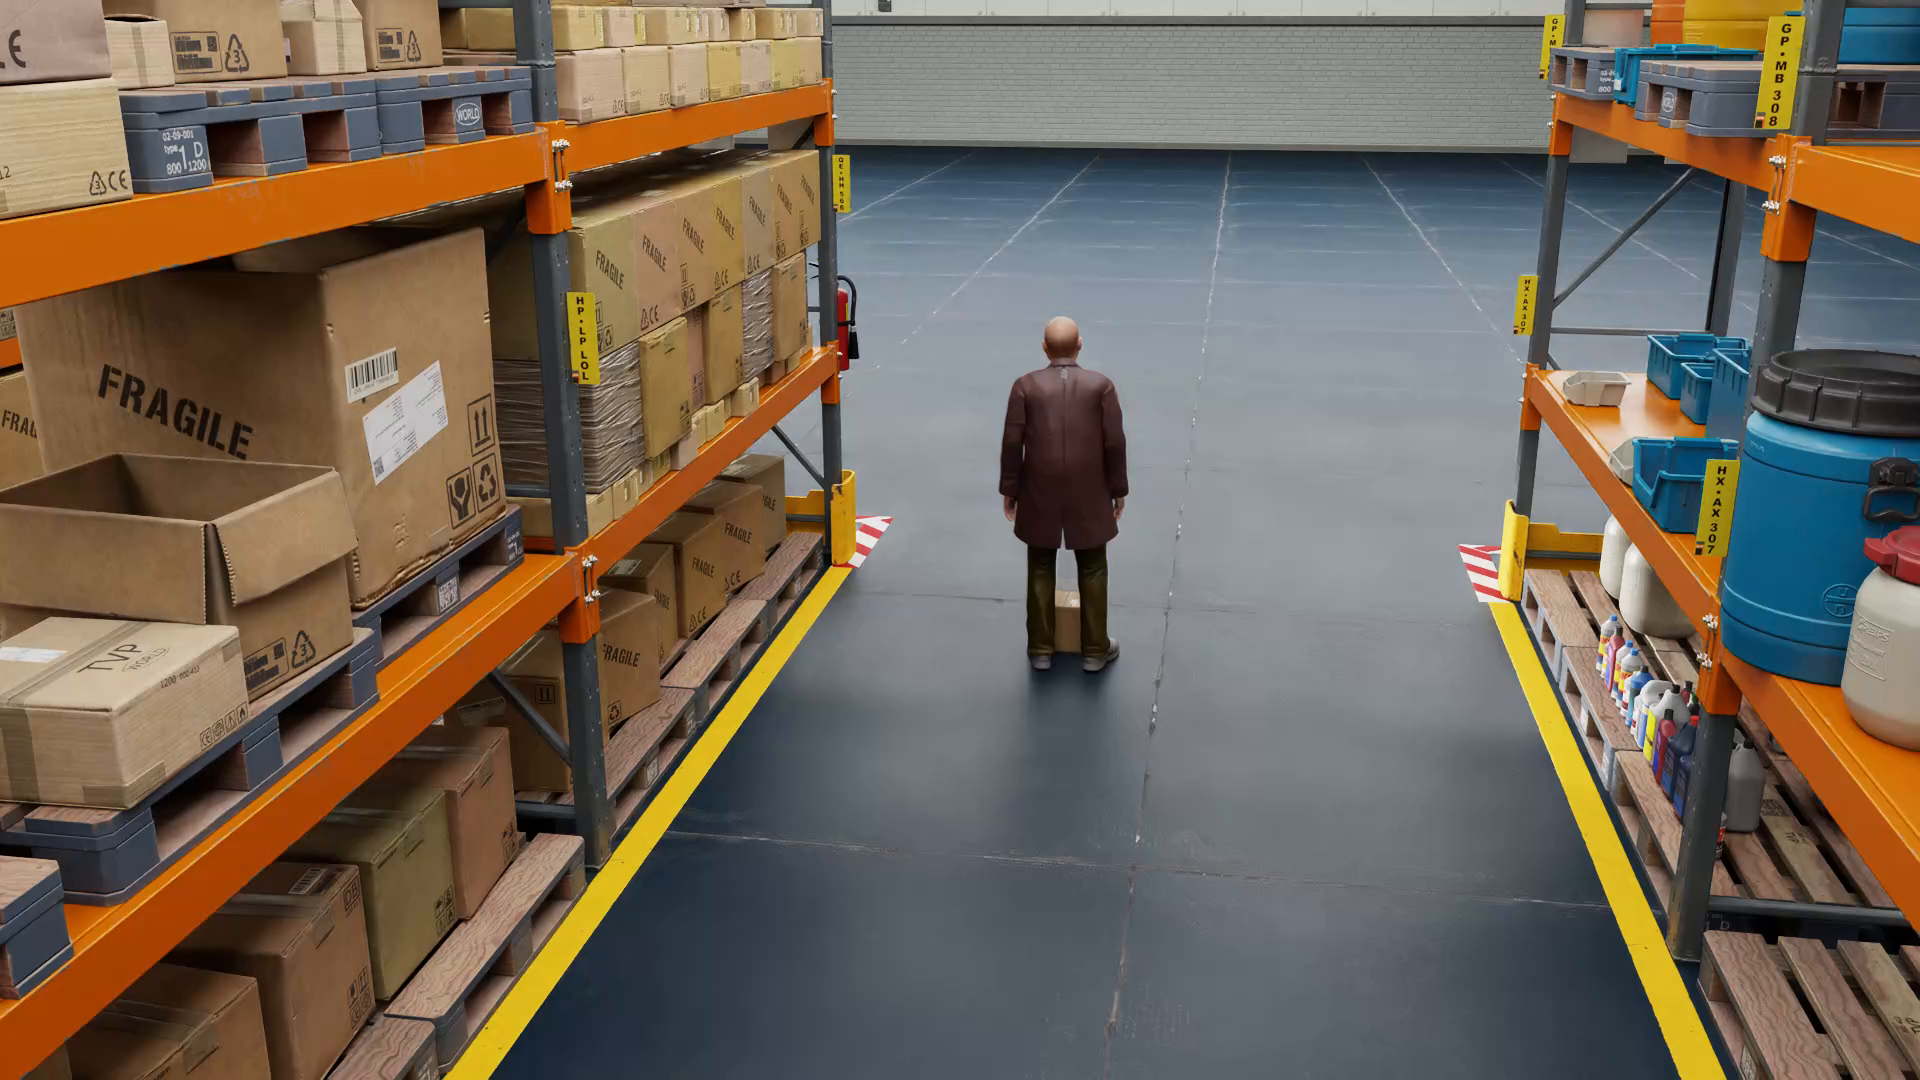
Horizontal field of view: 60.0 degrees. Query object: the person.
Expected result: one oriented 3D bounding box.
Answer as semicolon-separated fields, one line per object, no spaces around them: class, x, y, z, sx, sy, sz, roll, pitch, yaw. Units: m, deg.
person;0.514;-0.224;8.284;0.648;1.772;0.429;2;18;5
